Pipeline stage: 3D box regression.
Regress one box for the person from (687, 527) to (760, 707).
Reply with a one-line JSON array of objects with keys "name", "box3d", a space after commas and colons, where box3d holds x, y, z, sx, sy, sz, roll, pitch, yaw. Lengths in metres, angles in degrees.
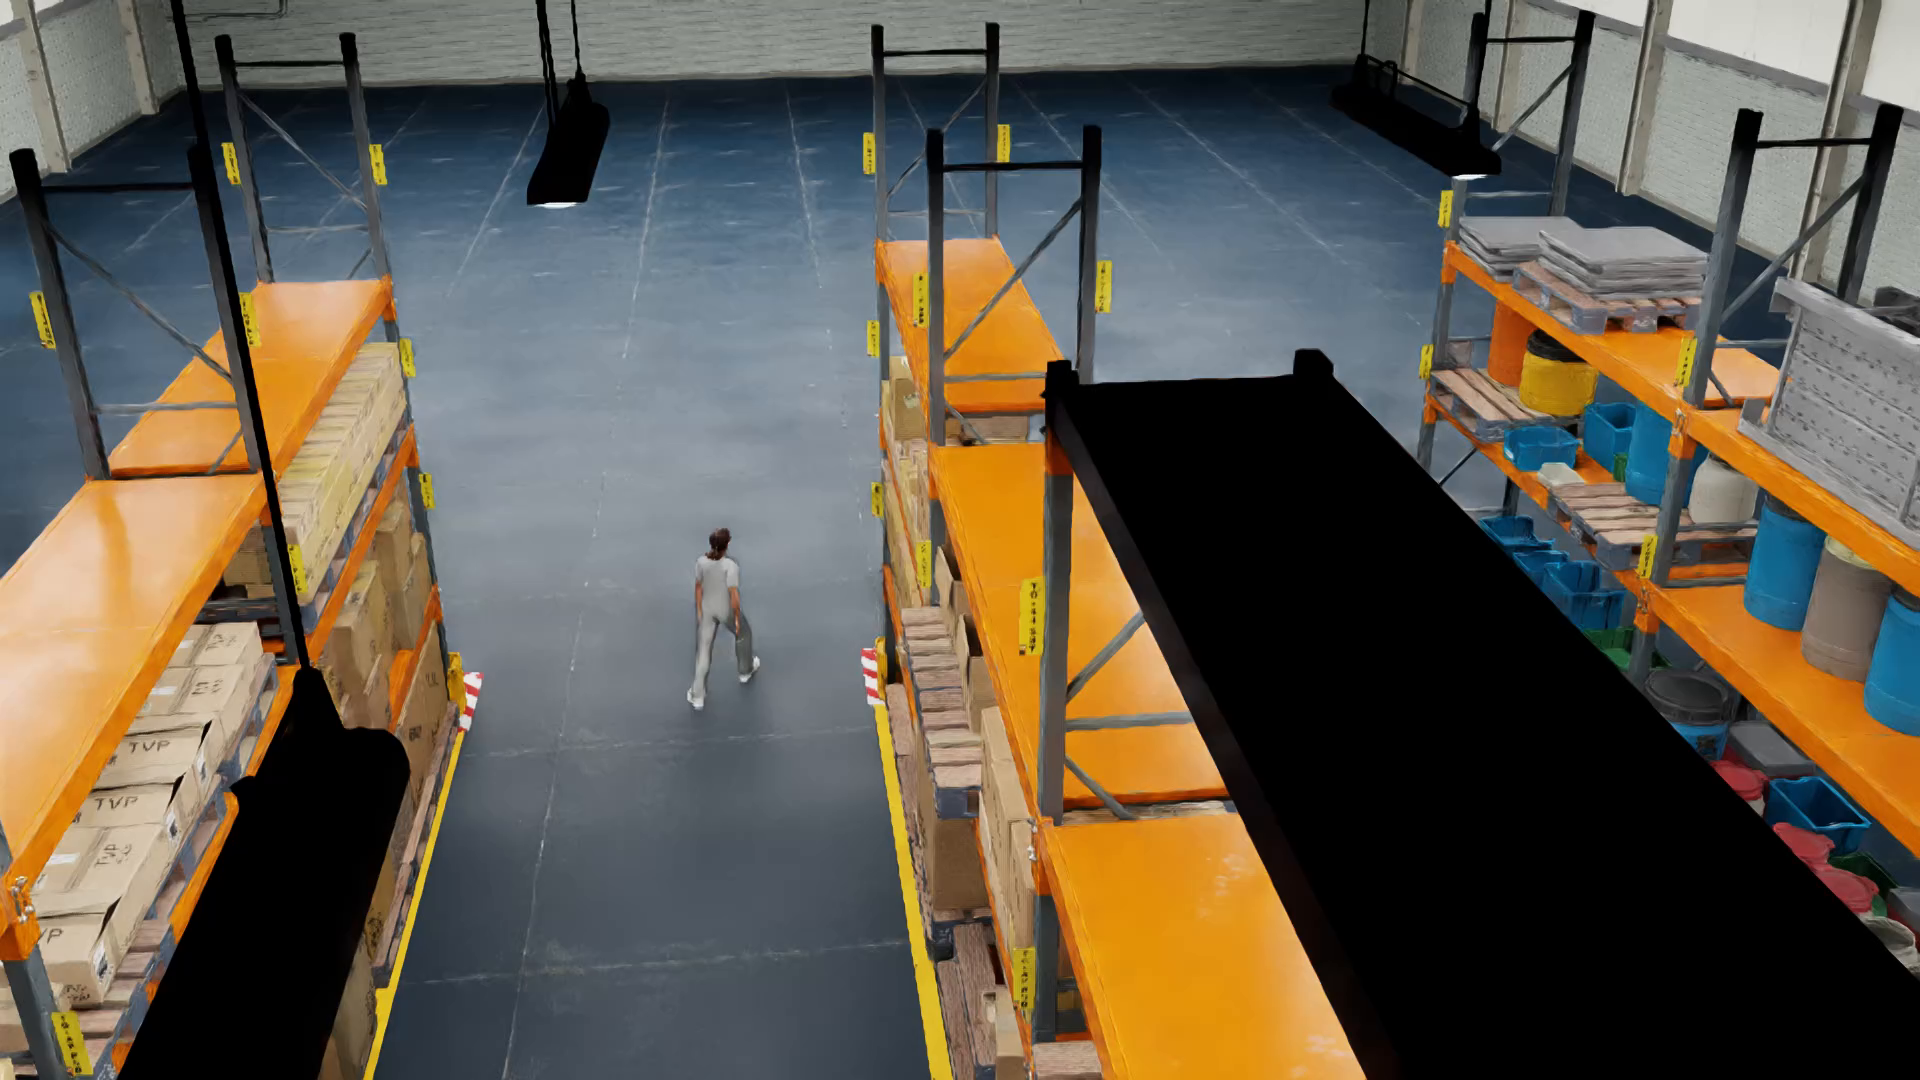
[{"name": "person", "box3d": [-2.218, 0.663, 15.246, 0.491, 1.611, 0.957, 6, 26, 13]}]
